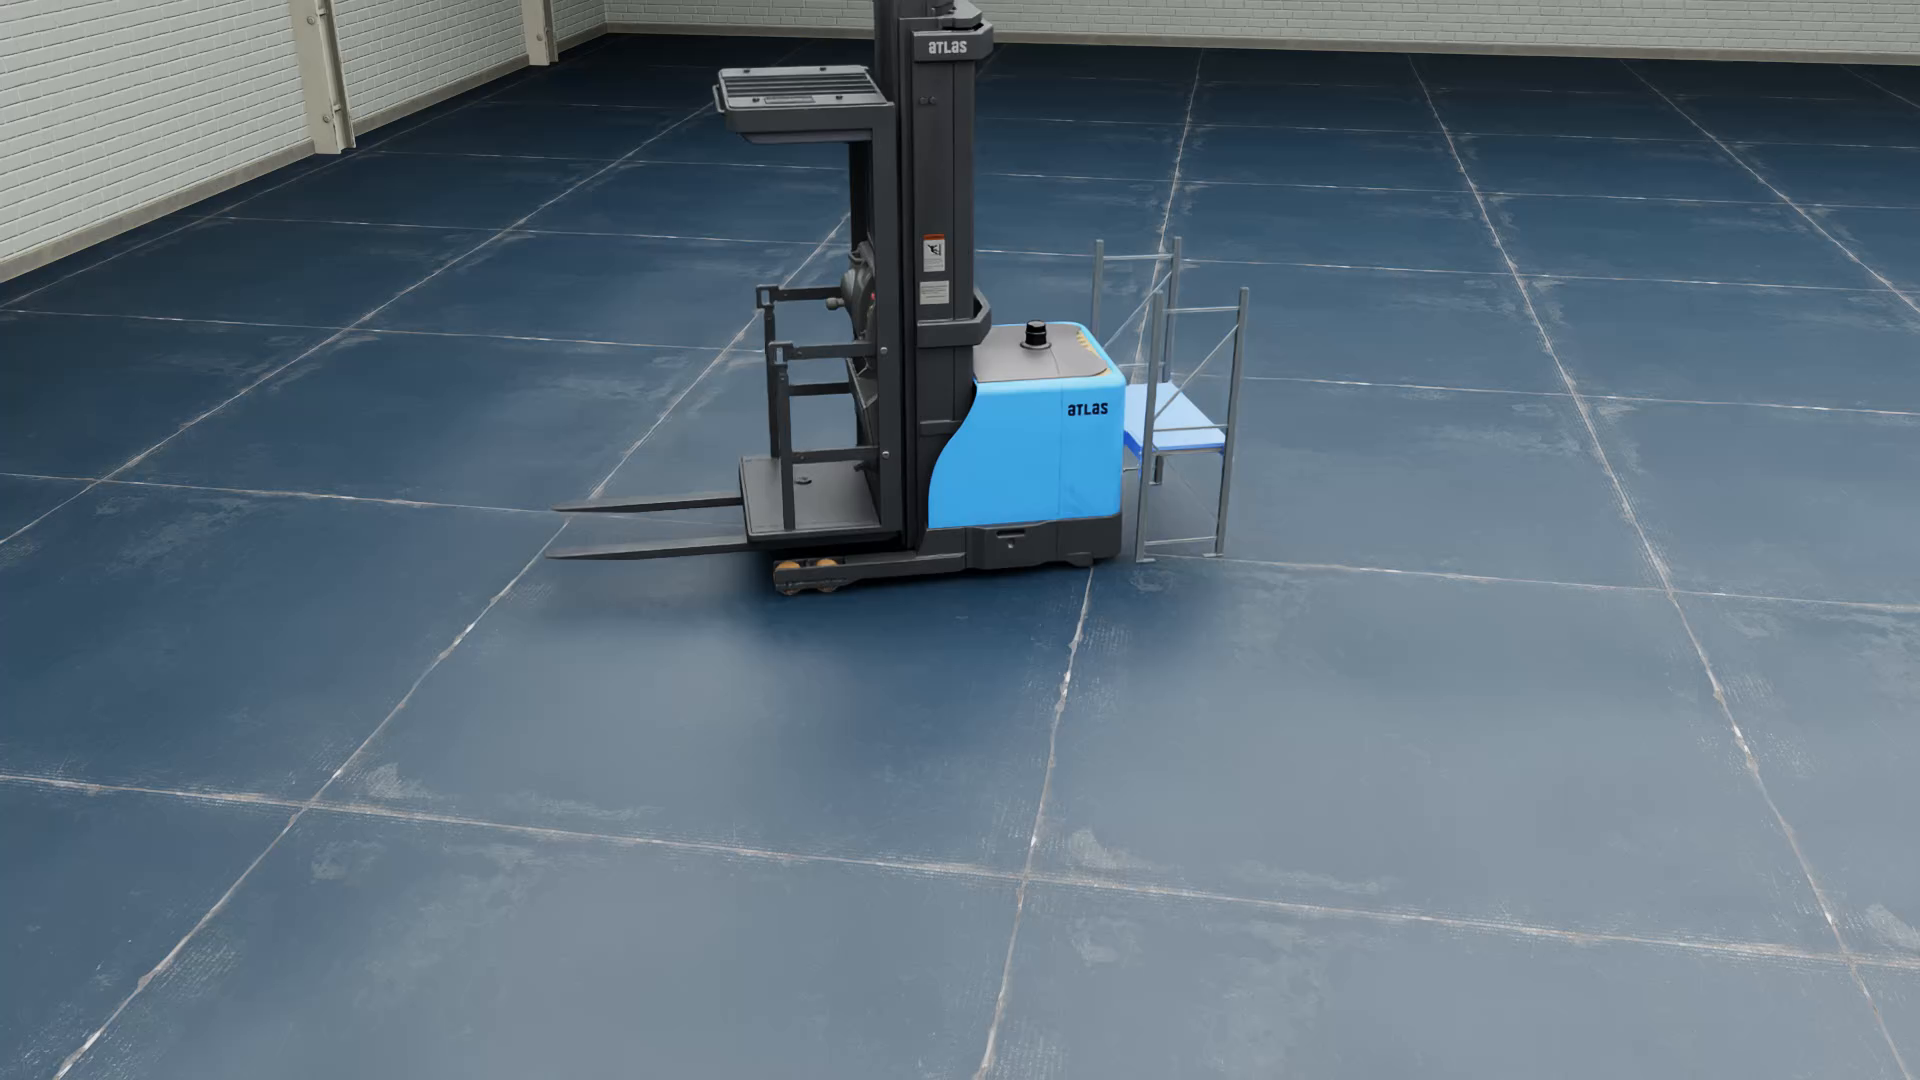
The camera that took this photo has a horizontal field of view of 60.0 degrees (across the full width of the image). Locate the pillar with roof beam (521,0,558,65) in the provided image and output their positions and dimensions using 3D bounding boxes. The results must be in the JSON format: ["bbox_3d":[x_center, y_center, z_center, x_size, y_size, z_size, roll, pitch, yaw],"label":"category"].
[{"bbox_3d":[-1.747,-10.639,21.364,9.100,9.000,0.400,4,25,9],"label":"pillar with roof beam"}]

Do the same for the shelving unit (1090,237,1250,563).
[{"bbox_3d":[1.093,-0.792,9.159,0.538,1.500,1.048,-4,25,-12],"label":"shelving unit"}]

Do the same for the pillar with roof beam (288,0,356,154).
[{"bbox_3d":[-2.728,-8.129,16.003,9.100,9.000,0.400,4,25,9],"label":"pillar with roof beam"}]

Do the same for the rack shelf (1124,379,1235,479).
[{"bbox_3d":[1.089,-0.628,9.234,0.538,0.185,1.000,-4,25,-12],"label":"rack shelf"}]

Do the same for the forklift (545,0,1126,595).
[{"bbox_3d":[-0.696,-1.286,8.540,3.031,2.935,1.130,-4,25,-9],"label":"forklift"}]

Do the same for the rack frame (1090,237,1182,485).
[{"bbox_3d":[0.981,-1.002,9.608,0.500,1.500,0.032,-4,25,-12],"label":"rack frame"}]

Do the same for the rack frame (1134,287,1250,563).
[{"bbox_3d":[1.205,-0.581,8.709,0.500,1.500,0.032,-4,25,-12],"label":"rack frame"}]
